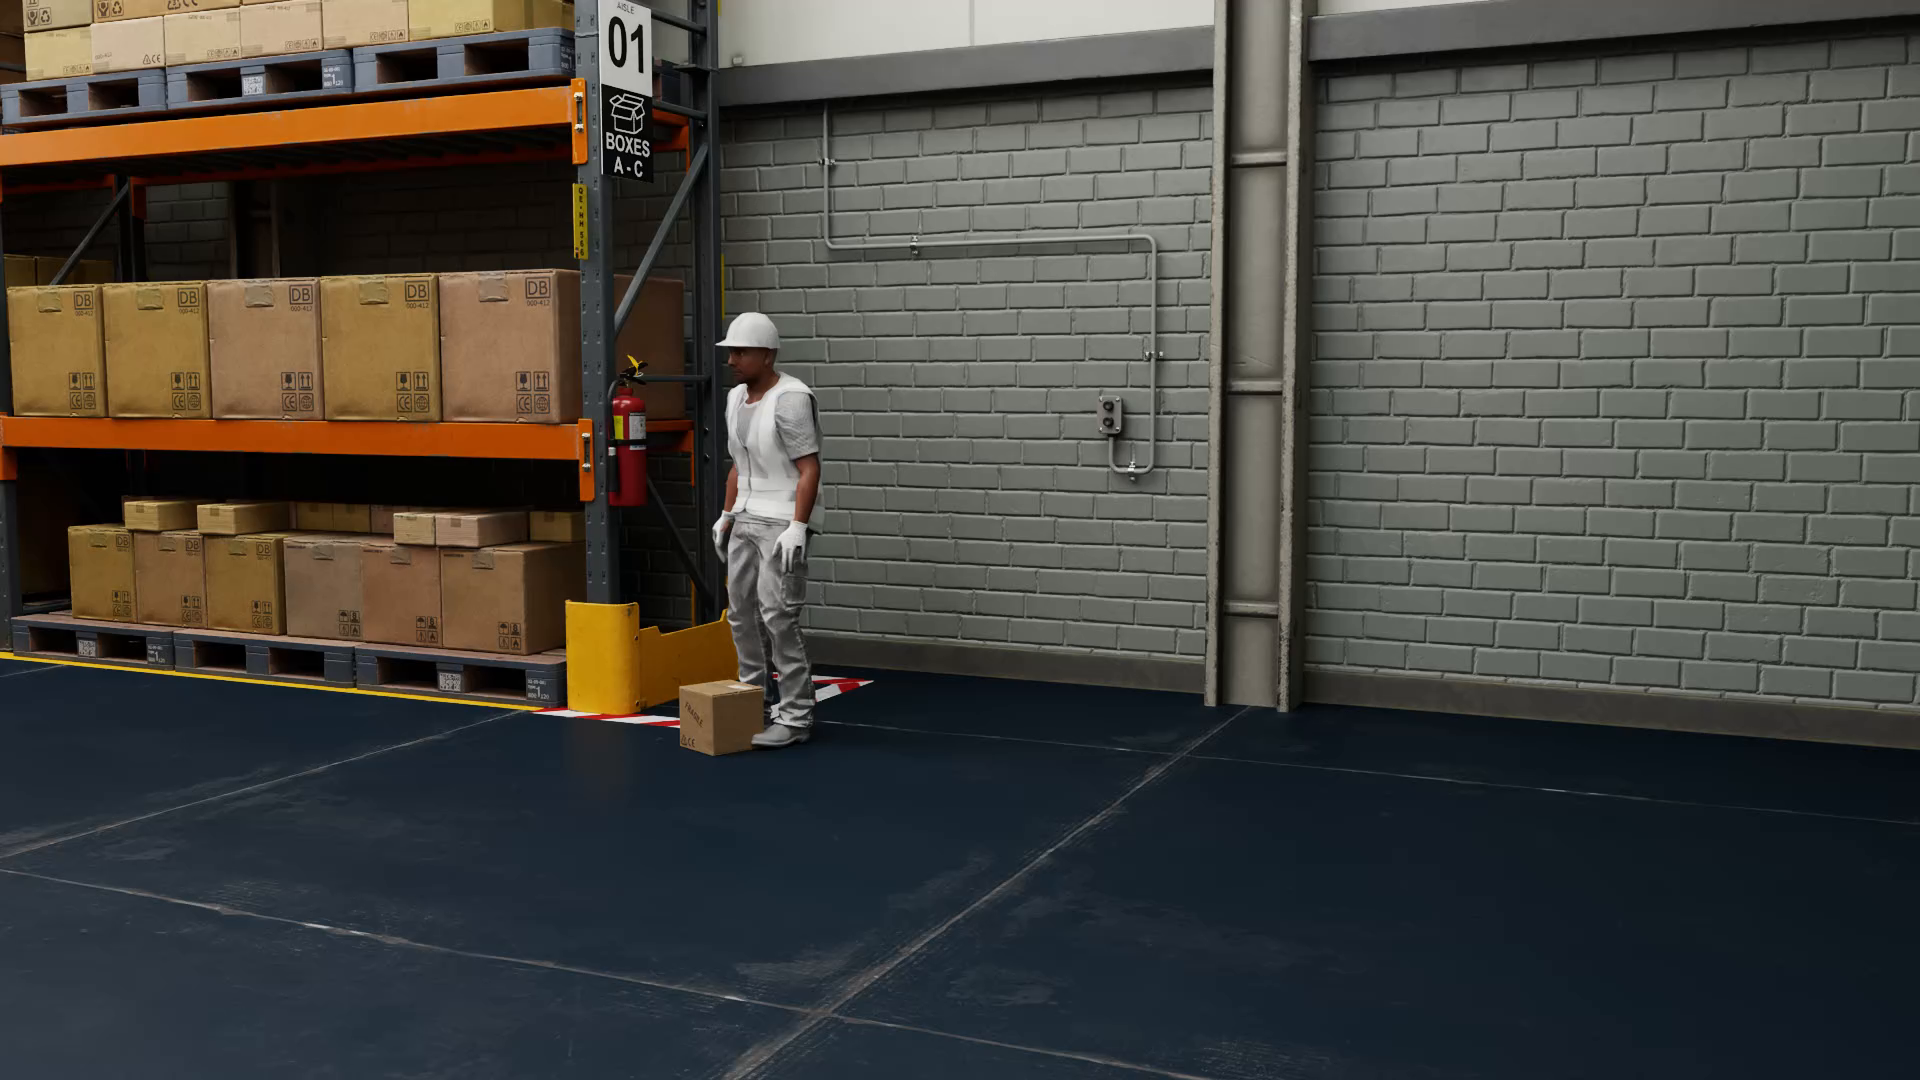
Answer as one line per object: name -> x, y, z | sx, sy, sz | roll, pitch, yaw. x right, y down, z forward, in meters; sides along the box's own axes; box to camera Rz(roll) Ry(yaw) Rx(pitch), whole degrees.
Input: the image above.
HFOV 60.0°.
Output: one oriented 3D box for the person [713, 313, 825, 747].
person -> -0.808, -0.046, 6.903 | 0.446, 1.775, 0.619 | -4, 7, -38
